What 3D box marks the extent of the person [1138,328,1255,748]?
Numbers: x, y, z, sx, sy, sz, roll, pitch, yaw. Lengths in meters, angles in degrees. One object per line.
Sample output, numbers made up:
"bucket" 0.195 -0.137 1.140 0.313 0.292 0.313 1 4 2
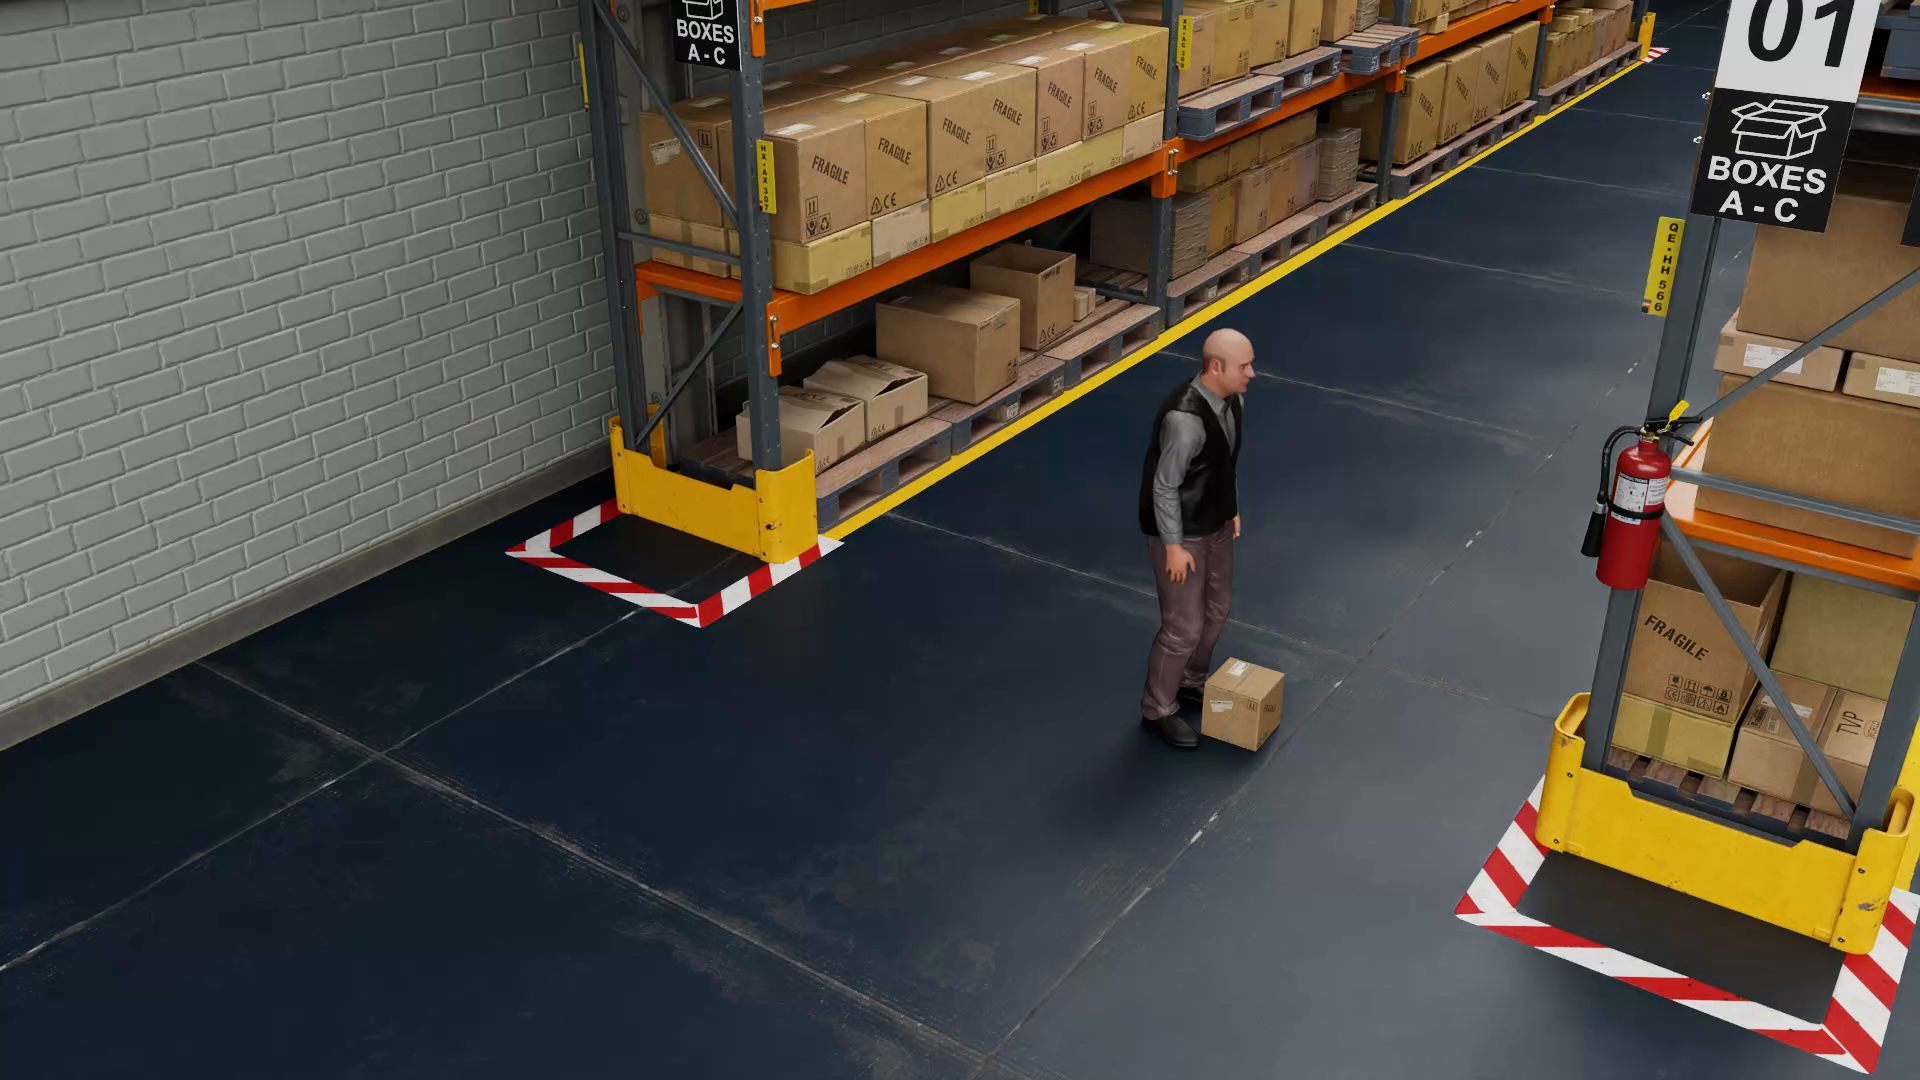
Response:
"person" 0.941 -0.043 6.727 0.413 1.721 0.581 17 31 30
